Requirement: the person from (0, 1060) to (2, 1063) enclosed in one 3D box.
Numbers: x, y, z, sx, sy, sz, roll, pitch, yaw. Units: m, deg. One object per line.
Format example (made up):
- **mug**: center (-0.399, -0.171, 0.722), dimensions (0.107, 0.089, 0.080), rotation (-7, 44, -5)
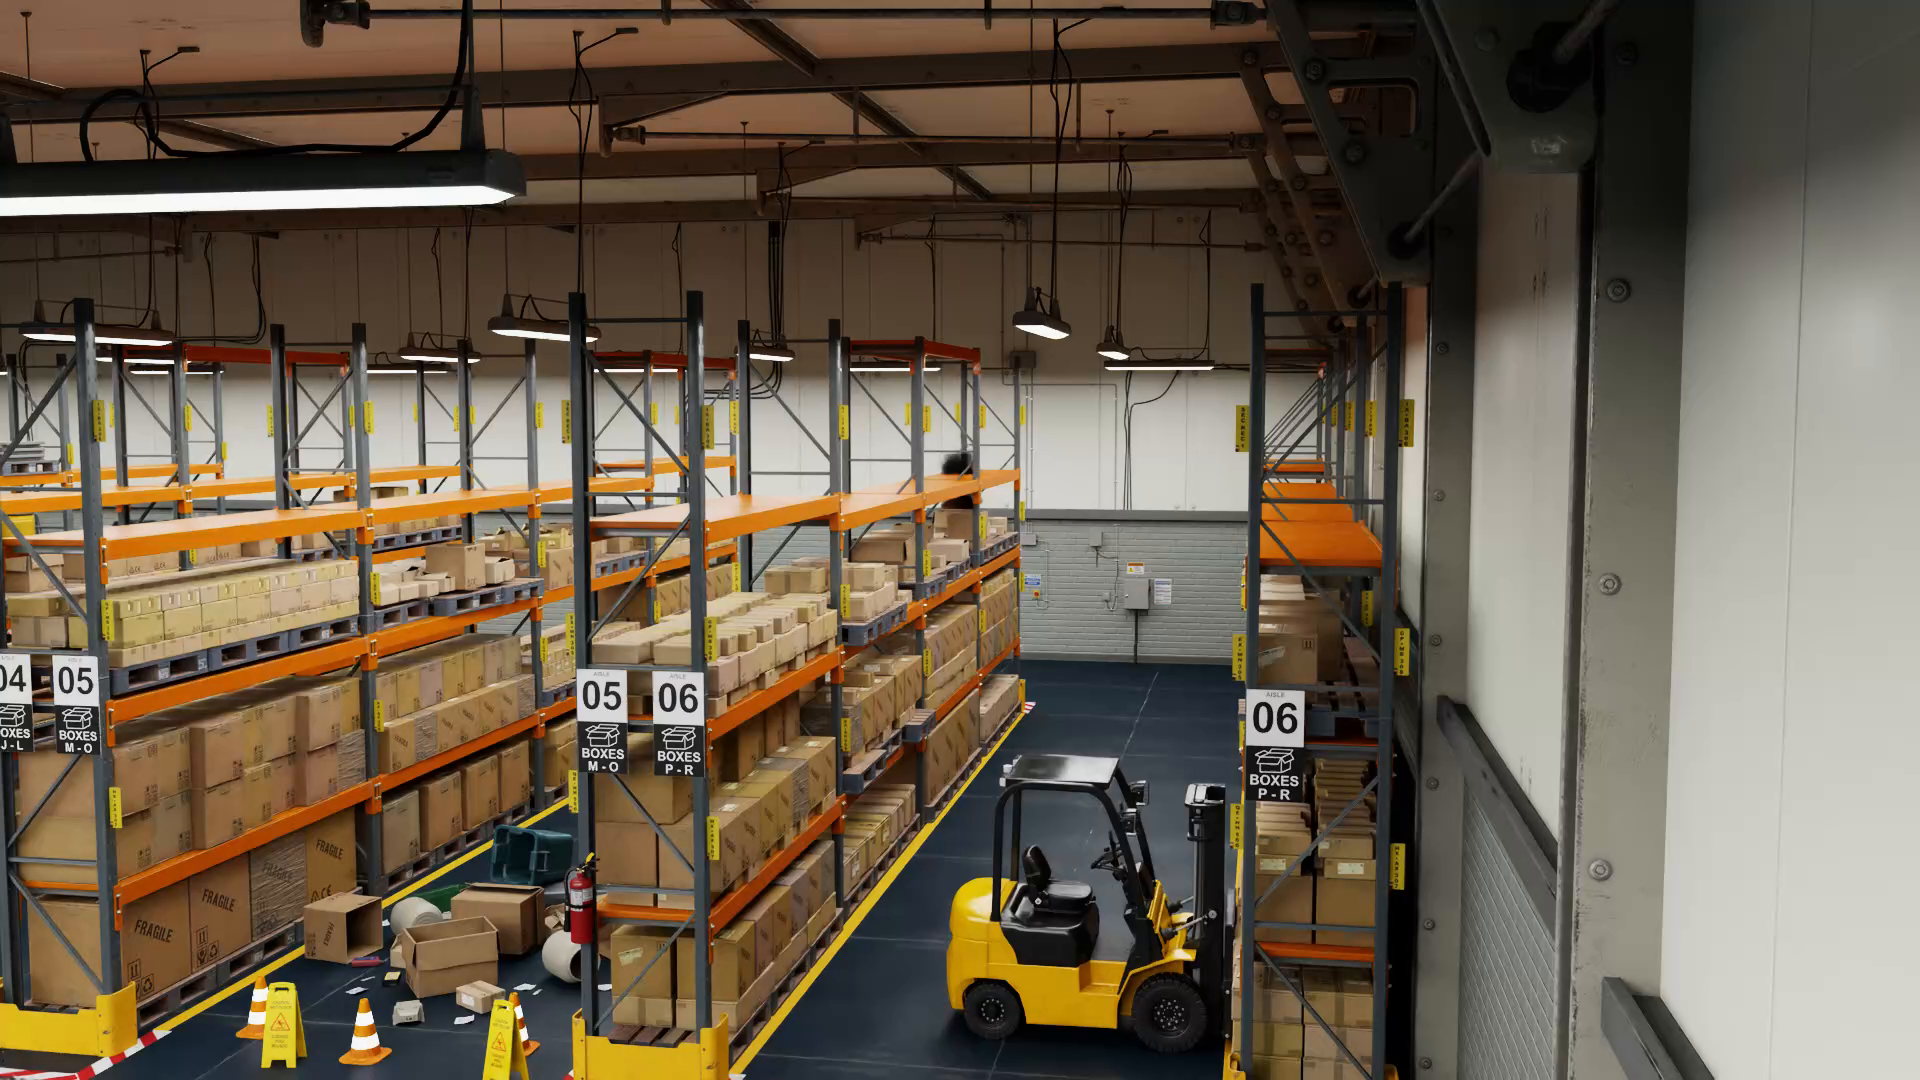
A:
- **person**: center (-5.428, 3.629, 9.149), dimensions (0.653, 1.650, 0.641), rotation (-3, 5, -30)
